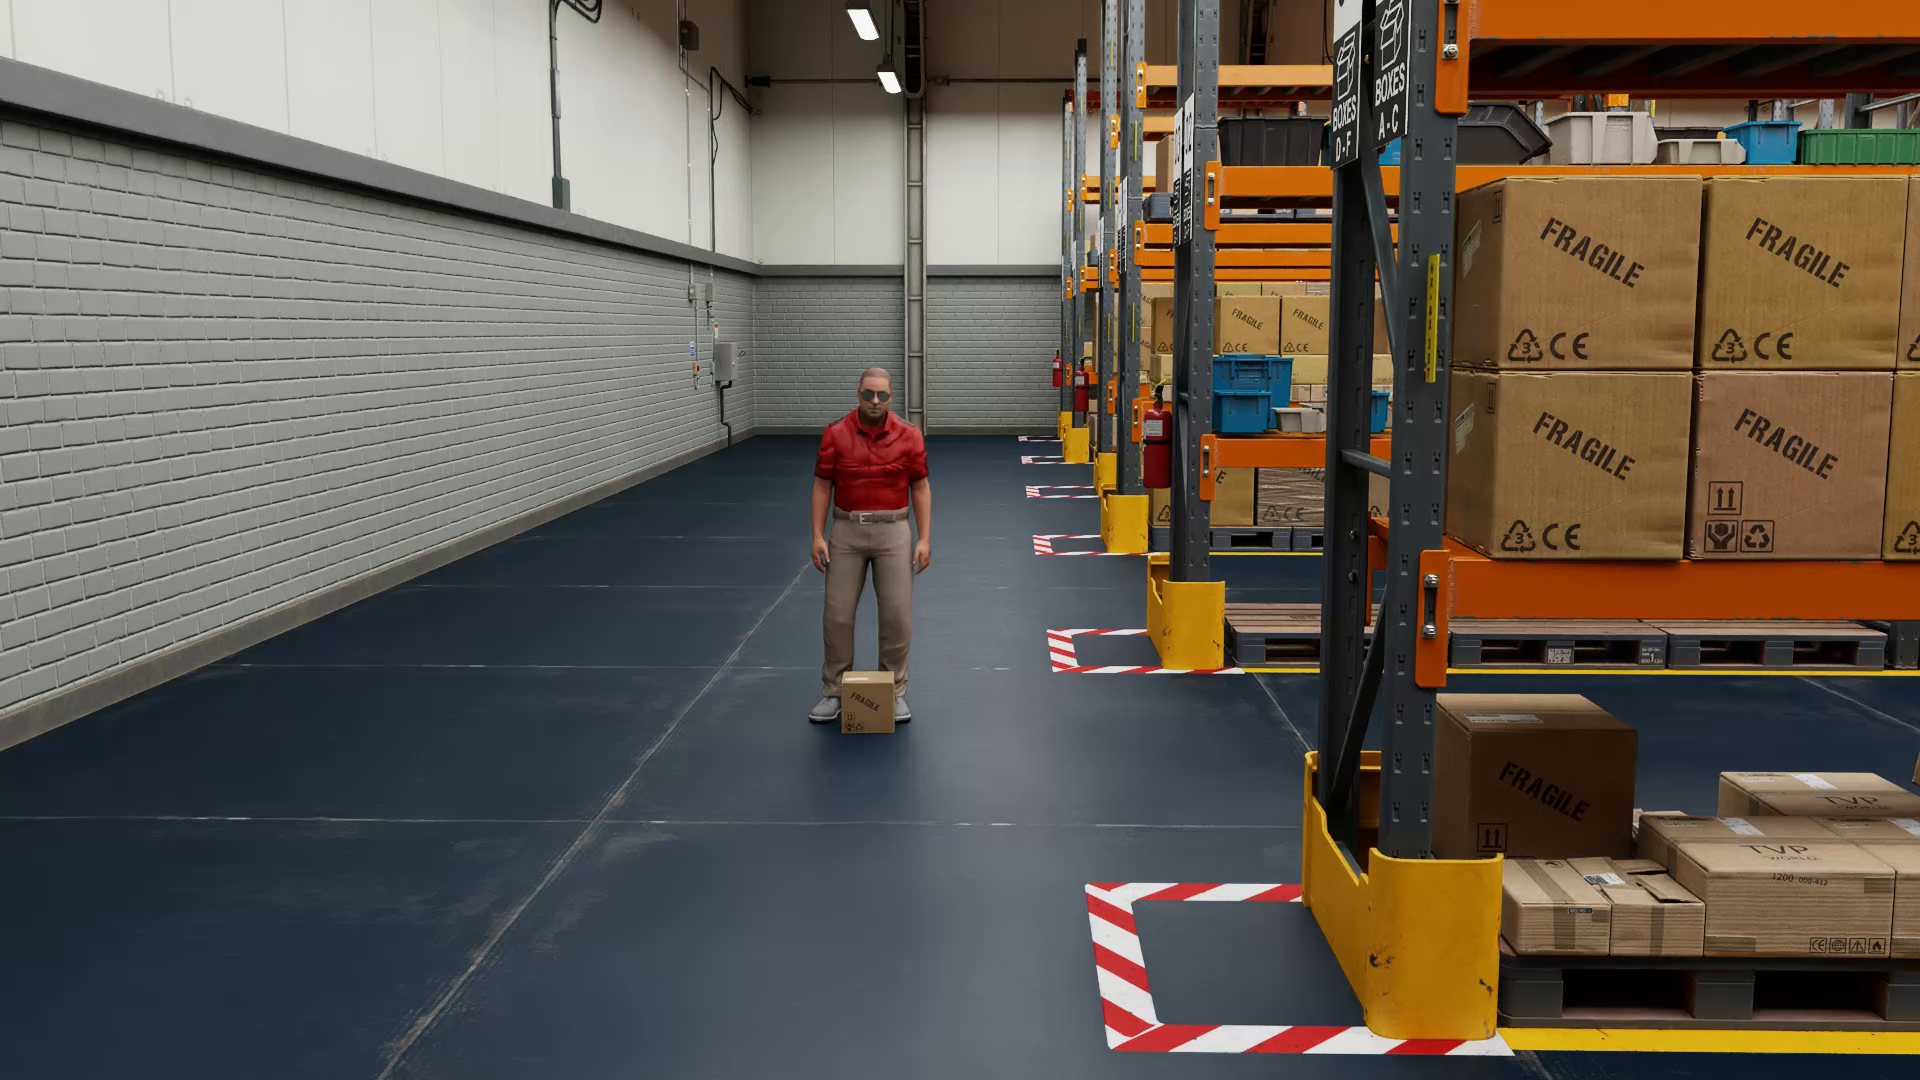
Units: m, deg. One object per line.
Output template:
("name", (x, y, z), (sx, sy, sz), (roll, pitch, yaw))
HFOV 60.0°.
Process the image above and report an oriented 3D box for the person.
("person", (-0.443, 0.017, 8.186), (0.606, 1.726, 0.393), (0, 7, -2))
